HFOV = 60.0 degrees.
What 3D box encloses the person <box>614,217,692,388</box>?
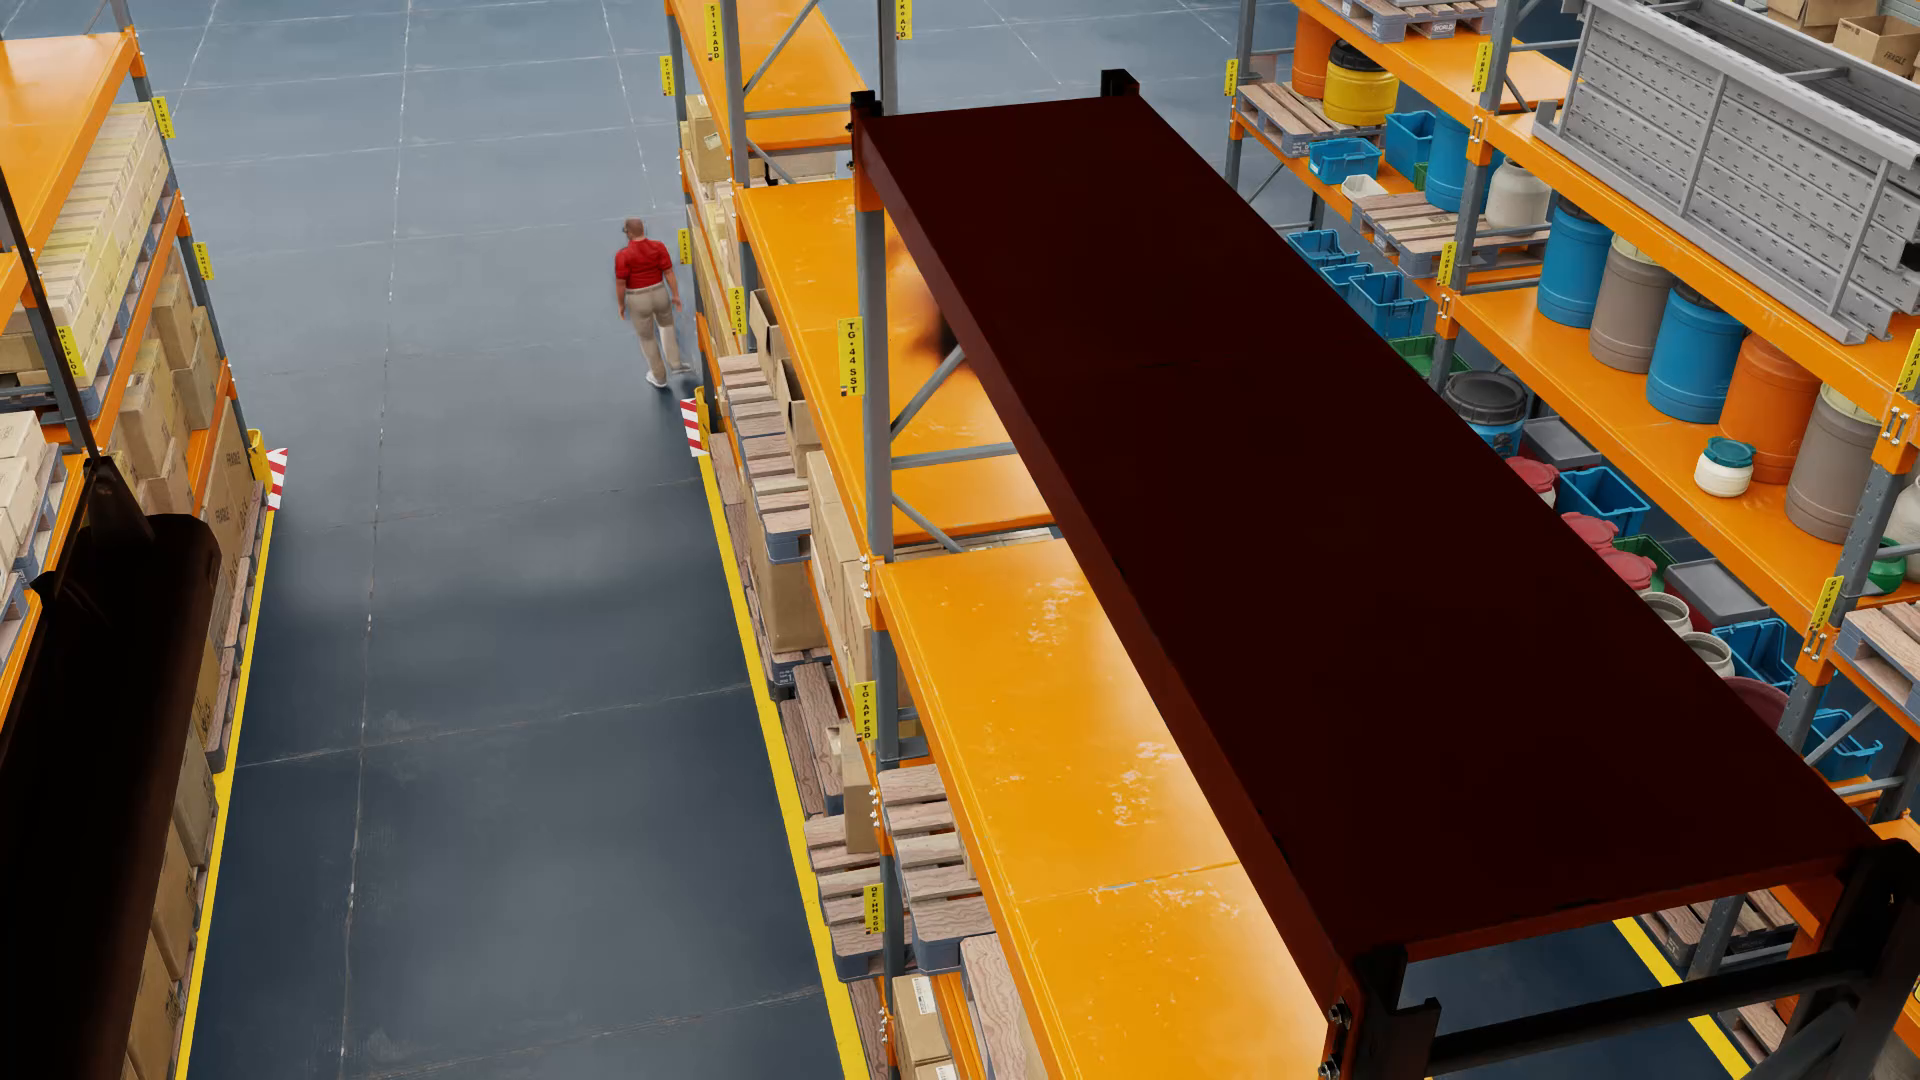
[{"bbox_3d":[-2.950,-2.277,15.879,0.632,1.717,0.470,-21,39,-27],"label":"person"}]
